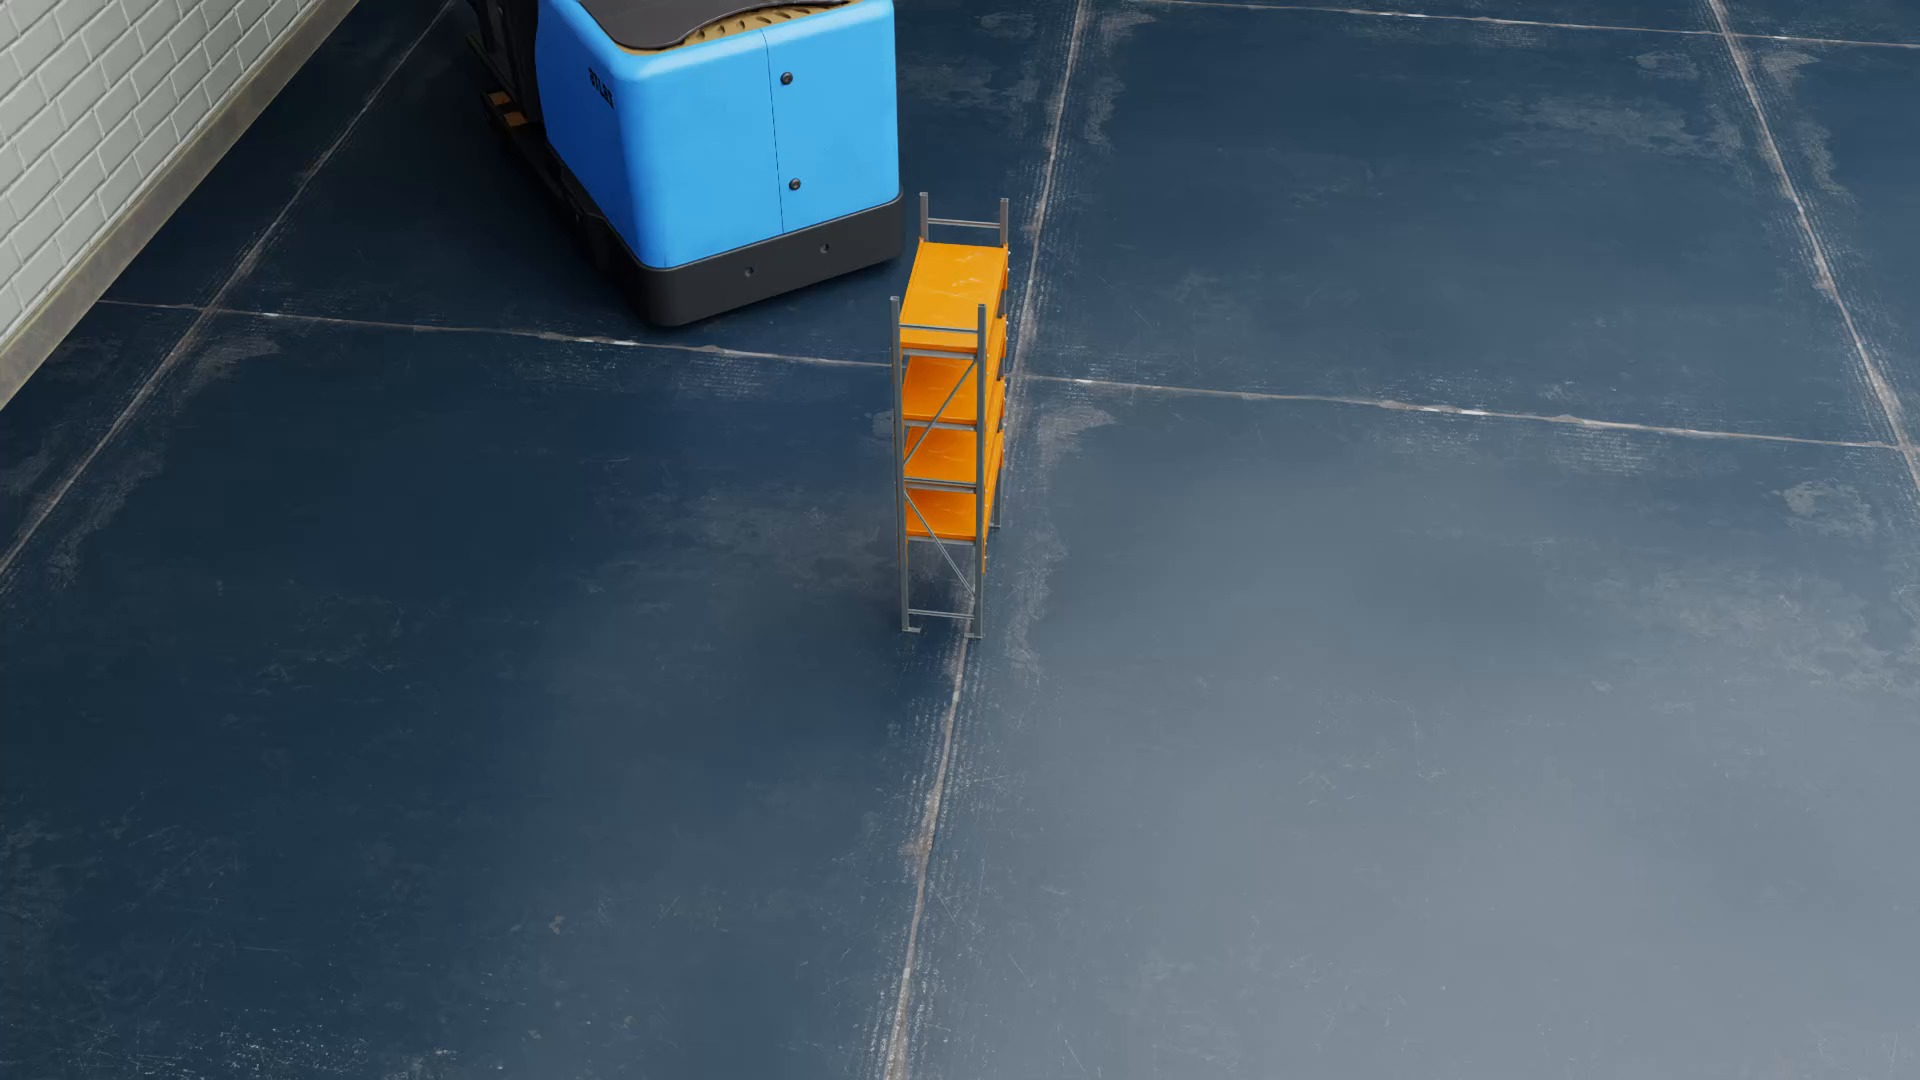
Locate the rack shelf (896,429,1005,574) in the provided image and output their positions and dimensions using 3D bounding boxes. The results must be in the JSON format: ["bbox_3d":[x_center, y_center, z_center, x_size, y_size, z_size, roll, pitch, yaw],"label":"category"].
[{"bbox_3d":[-0.022,-0.130,4.901,0.258,0.148,0.480,5,44,6],"label":"rack shelf"}]

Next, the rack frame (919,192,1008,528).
[{"bbox_3d":[0.010,-0.489,4.894,0.240,1.200,0.015,5,44,6],"label":"rack frame"}]

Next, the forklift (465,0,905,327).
[{"bbox_3d":[-1.375,-2.831,6.108,1.130,2.935,3.031,-21,47,-21],"label":"forklift"}]

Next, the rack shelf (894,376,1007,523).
[{"bbox_3d":[-0.022,-0.274,4.765,0.258,0.148,0.480,5,44,6],"label":"rack shelf"}]

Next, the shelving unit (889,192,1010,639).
[{"bbox_3d":[-0.022,-0.323,4.718,0.258,1.200,0.503,5,44,6],"label":"shelving unit"}]

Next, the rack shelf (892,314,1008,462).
[{"bbox_3d":[-0.022,-0.436,4.611,0.258,0.148,0.480,5,44,6],"label":"rack shelf"}]

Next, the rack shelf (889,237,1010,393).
[{"bbox_3d":[-0.022,-0.608,4.448,0.258,0.148,0.480,5,44,6],"label":"rack shelf"}]

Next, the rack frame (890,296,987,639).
[{"bbox_3d":[-0.054,-0.157,4.543,0.240,1.200,0.015,5,44,6],"label":"rack frame"}]
